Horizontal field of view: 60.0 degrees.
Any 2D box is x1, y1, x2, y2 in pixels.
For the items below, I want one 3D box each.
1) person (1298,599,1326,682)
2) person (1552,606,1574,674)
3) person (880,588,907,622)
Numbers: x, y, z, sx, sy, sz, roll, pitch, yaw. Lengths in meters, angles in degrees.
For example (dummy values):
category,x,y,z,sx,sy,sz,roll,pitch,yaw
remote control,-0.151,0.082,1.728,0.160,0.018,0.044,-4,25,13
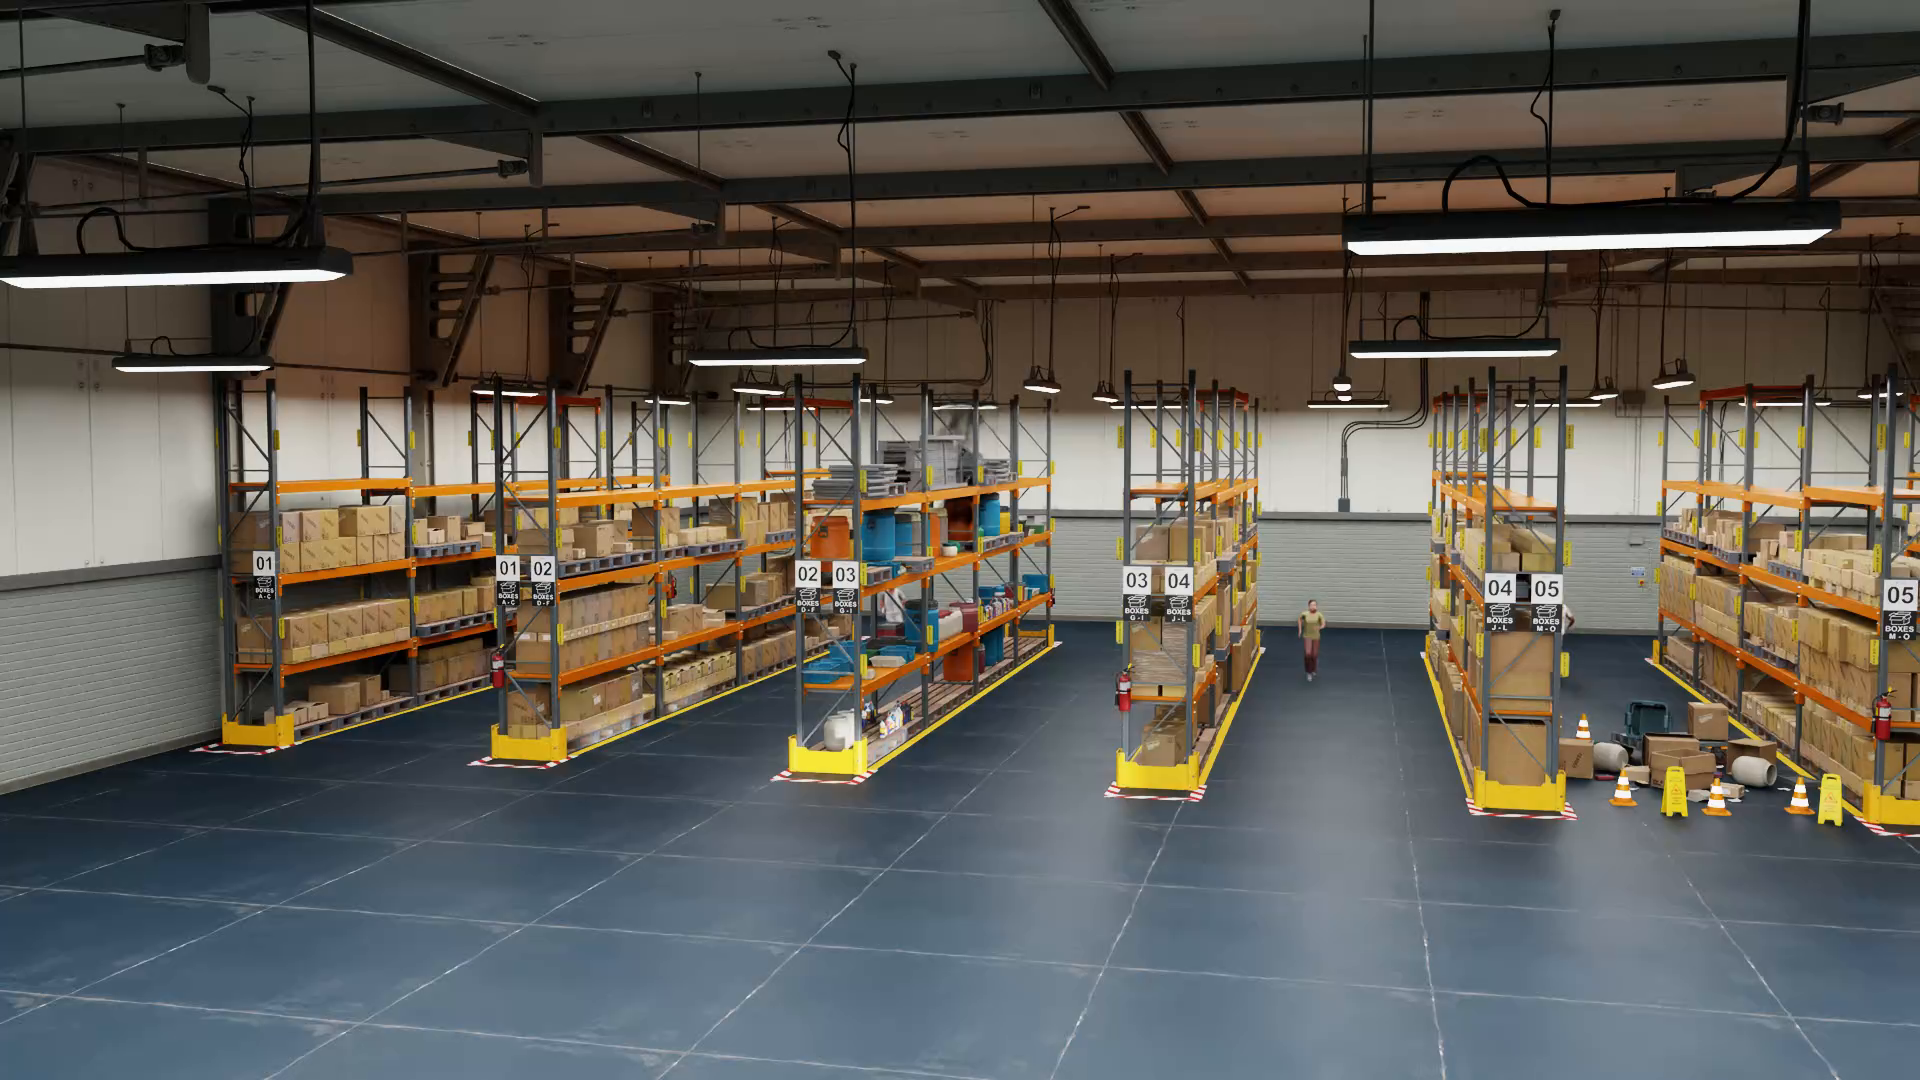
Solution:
category,x,y,z,sx,sy,sz,roll,pitch,yaw
person,7.350,2.097,34.710,0.541,1.695,0.801,0,3,6
person,12.645,1.993,35.357,0.696,1.763,0.941,0,3,3
person,-1.609,1.765,39.634,0.671,1.730,0.618,0,3,6
